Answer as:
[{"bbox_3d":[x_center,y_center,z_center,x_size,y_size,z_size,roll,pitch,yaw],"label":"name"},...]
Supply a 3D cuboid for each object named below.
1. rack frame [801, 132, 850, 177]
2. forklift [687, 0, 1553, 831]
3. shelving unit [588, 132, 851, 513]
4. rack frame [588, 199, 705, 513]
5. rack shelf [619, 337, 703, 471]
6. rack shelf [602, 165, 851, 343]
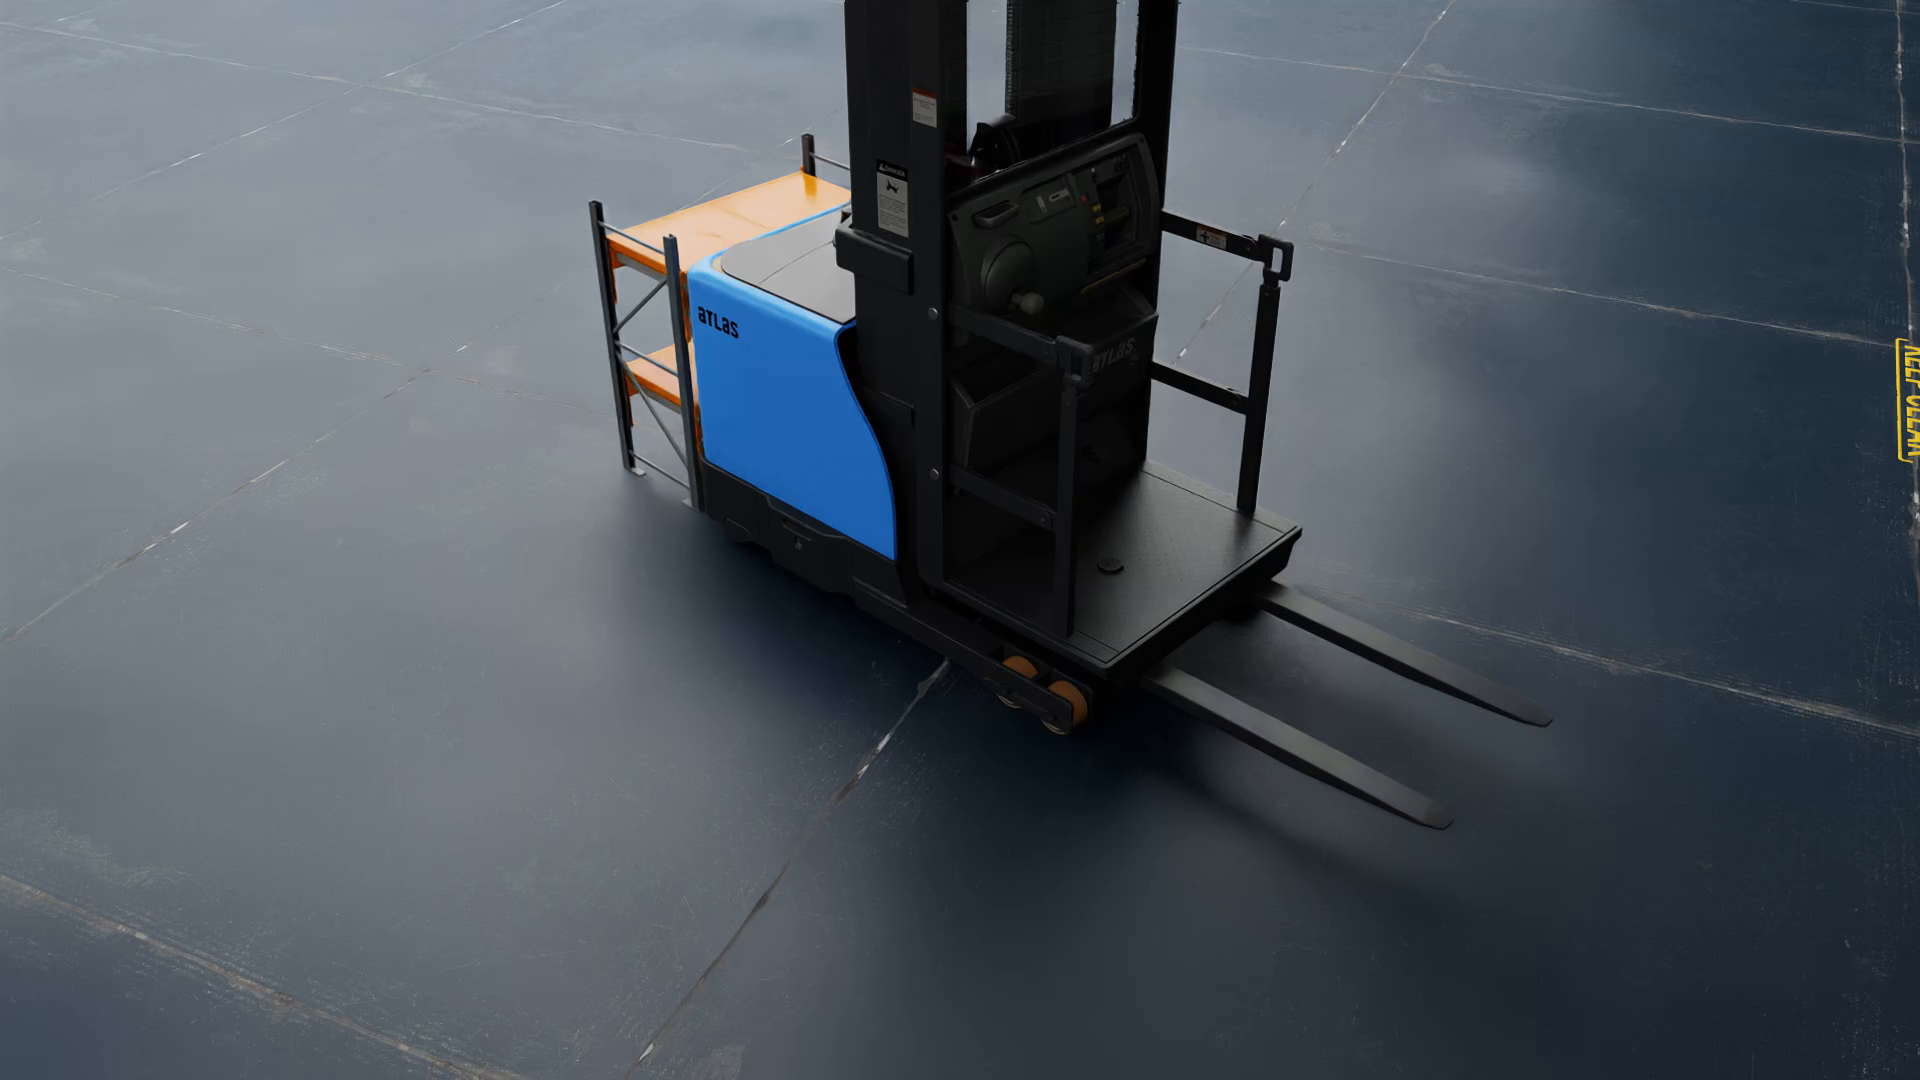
[{"bbox_3d":[-0.450,-1.070,6.852,0.032,1.125,0.500,-28,42,-36],"label":"rack frame"},{"bbox_3d":[0.459,-0.933,4.999,3.031,2.935,1.130,27,42,35],"label":"forklift"},{"bbox_3d":[-0.811,-0.874,6.553,1.048,1.125,0.538,-28,42,-36],"label":"shelving unit"},{"bbox_3d":[-1.172,-0.678,6.254,0.032,1.125,0.500,-28,42,-36],"label":"rack frame"},{"bbox_3d":[-0.810,-0.669,6.686,1.000,0.278,0.538,-28,42,-36],"label":"rack shelf"},{"bbox_3d":[-0.813,-1.119,6.394,1.000,0.278,0.538,-28,42,-36],"label":"rack shelf"}]
